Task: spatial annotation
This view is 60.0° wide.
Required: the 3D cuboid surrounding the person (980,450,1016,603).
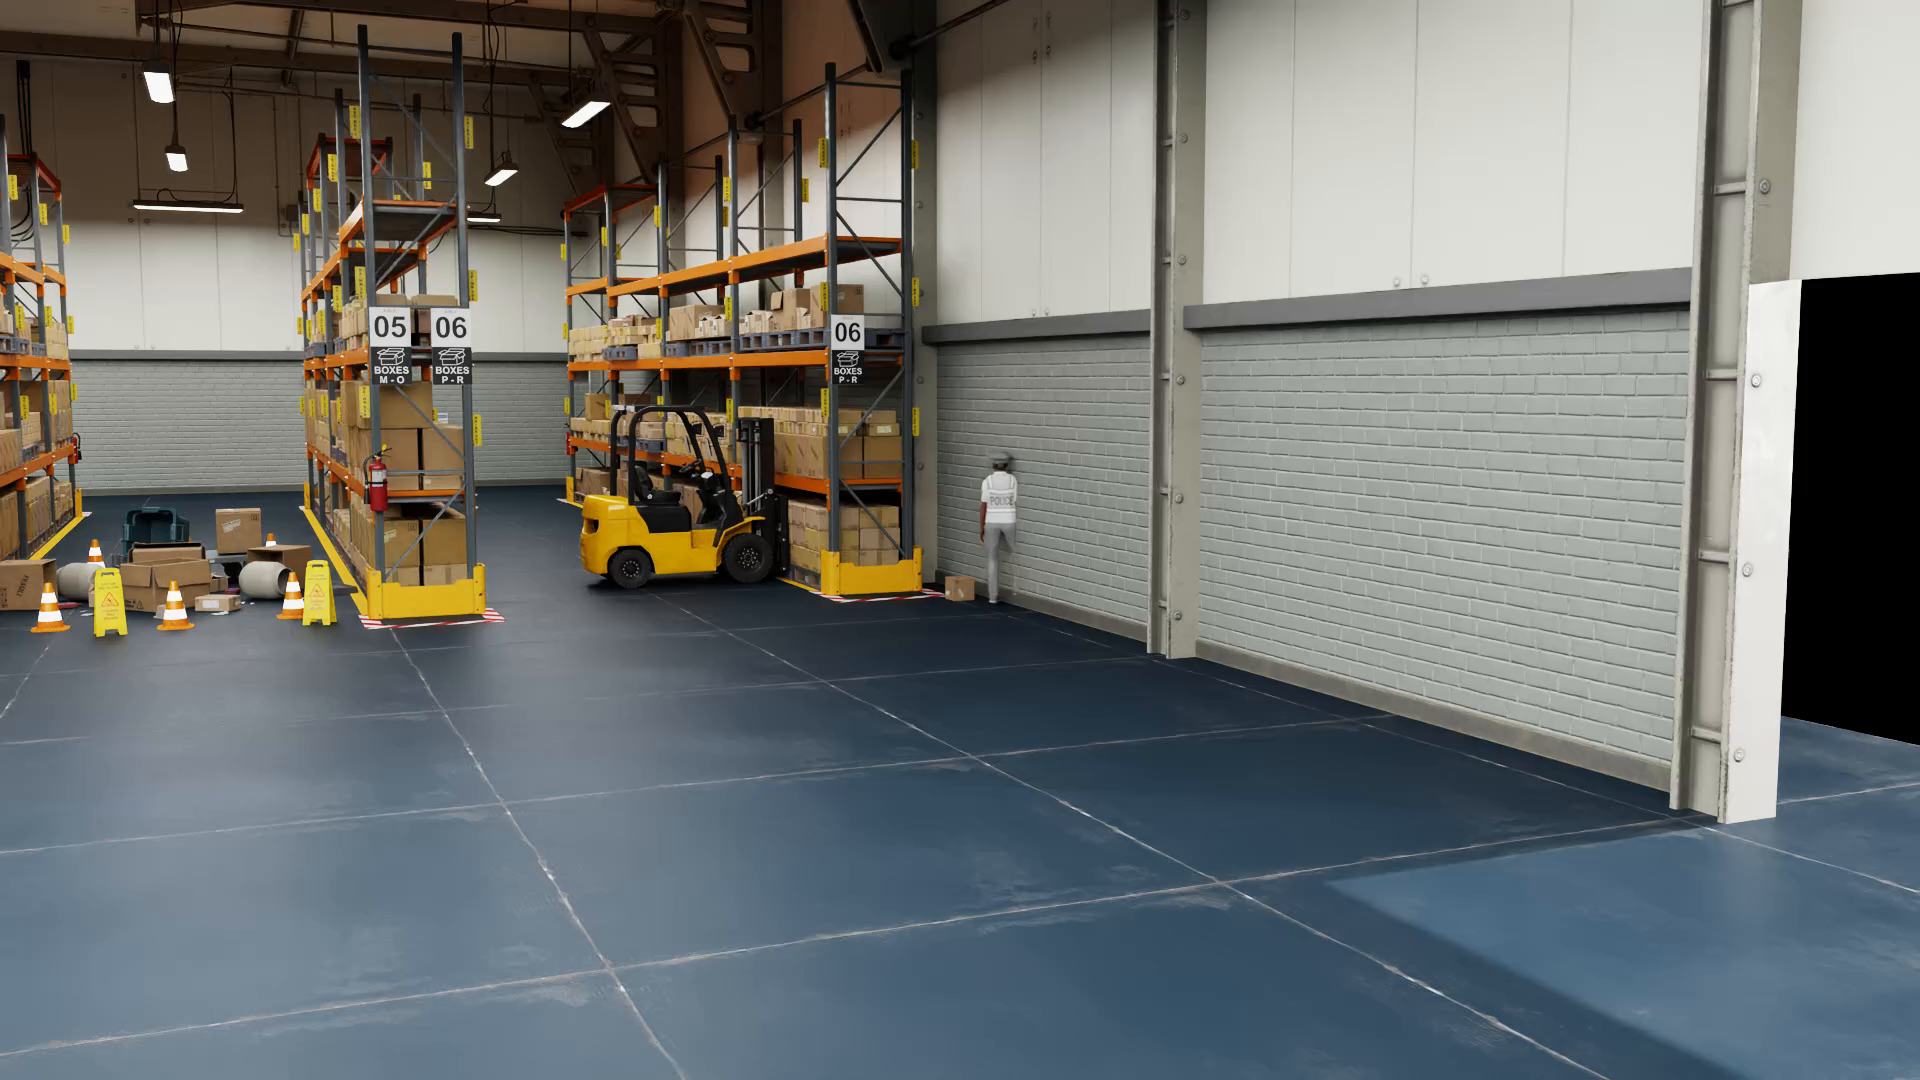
[{"bbox_3d":[0.456,-0.141,18.338,0.506,1.700,0.436,-1,6,-8],"label":"person"}]
